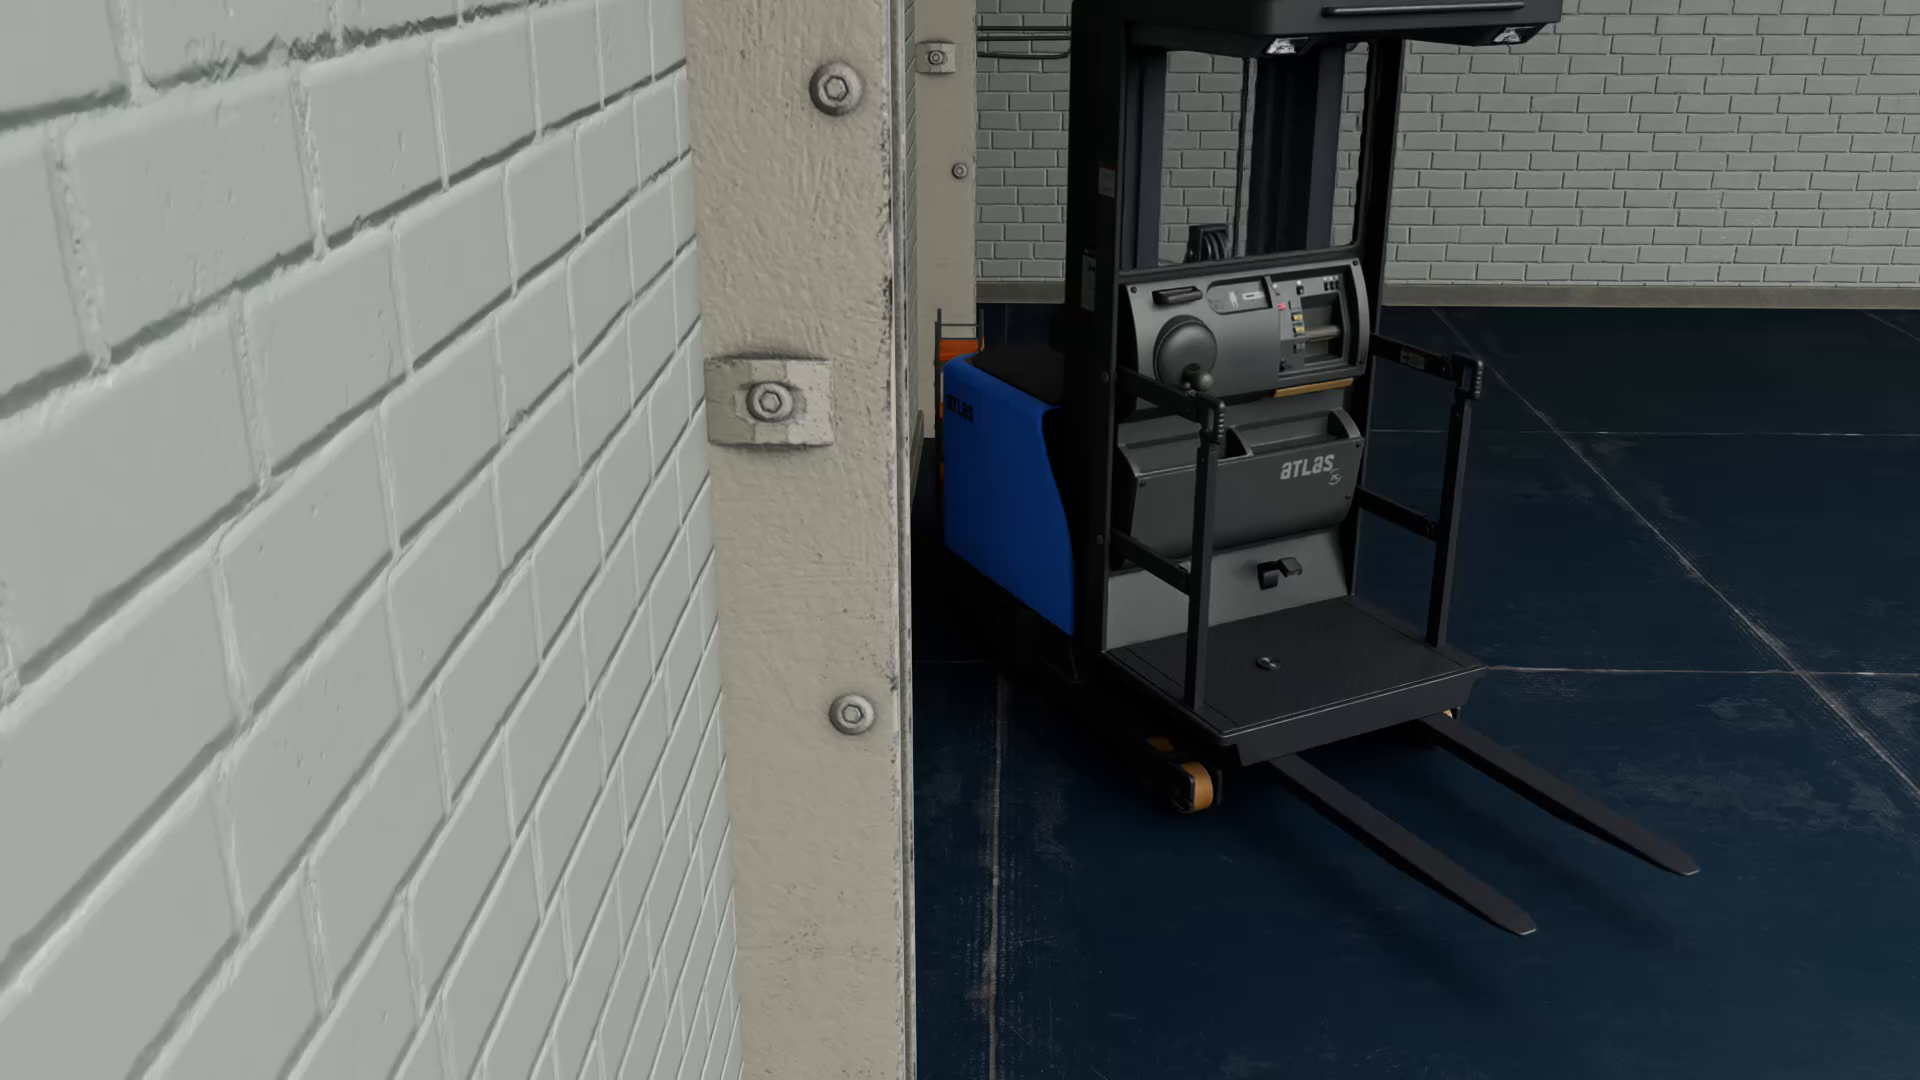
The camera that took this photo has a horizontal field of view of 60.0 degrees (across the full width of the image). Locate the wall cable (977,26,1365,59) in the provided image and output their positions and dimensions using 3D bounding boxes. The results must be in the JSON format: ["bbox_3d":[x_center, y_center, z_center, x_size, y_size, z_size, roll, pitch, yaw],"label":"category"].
[{"bbox_3d":[1.339,-4.421,10.776,3.097,2.526,0.112,1,21,2],"label":"wall cable"}]

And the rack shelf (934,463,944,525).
[{"bbox_3d":[-0.002,-0.201,7.394,0.215,0.259,0.240,1,21,2],"label":"rack shelf"}]

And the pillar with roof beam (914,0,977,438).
[{"bbox_3d":[4.231,-4.771,7.384,9.100,9.000,0.400,1,21,2],"label":"pillar with roof beam"}]

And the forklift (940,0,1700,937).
[{"bbox_3d":[1.045,-0.681,5.232,1.130,2.935,3.031,-11,24,-25],"label":"forklift"}]

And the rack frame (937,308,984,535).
[{"bbox_3d":[0.002,-0.514,7.403,0.200,1.050,0.008,1,21,2],"label":"rack frame"}]

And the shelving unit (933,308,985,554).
[{"bbox_3d":[-0.002,-0.470,7.289,0.215,1.050,0.252,1,21,2],"label":"shelving unit"}]

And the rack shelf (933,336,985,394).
[{"bbox_3d":[-0.002,-0.725,7.190,0.215,0.259,0.240,1,21,2],"label":"rack shelf"}]

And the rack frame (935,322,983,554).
[{"bbox_3d":[-0.005,-0.426,7.175,0.200,1.050,0.008,1,21,2],"label":"rack frame"}]

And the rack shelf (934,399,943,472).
[{"bbox_3d":[-0.002,-0.460,7.293,0.215,0.259,0.240,1,21,2],"label":"rack shelf"}]
